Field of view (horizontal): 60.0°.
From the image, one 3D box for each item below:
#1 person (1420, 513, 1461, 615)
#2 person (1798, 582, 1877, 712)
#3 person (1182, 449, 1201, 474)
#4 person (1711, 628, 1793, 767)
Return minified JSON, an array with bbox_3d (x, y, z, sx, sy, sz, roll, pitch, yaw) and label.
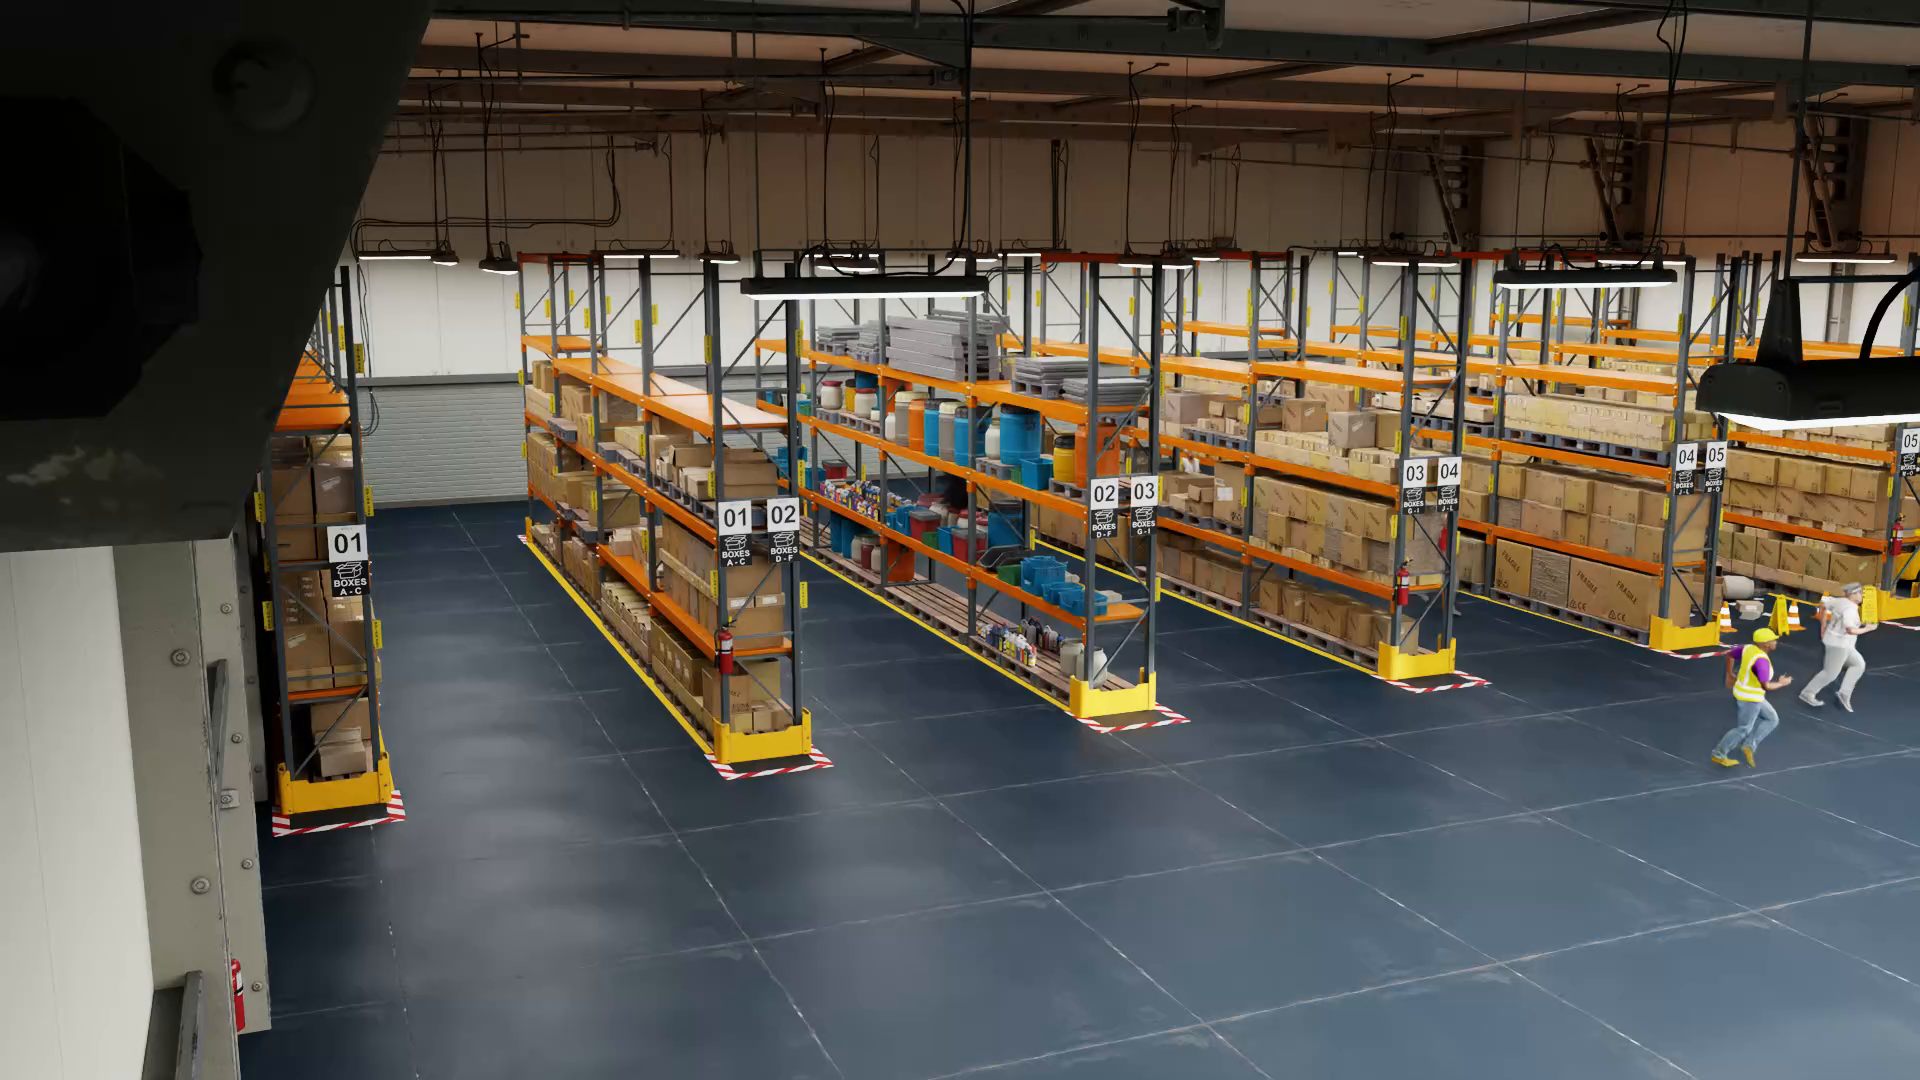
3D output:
[{"bbox_3d":[8.225,0.387,28.301,0.678,1.693,0.895,-5,12,-26],"label":"person"},{"bbox_3d":[11.813,1.435,22.361,0.858,1.812,0.688,4,11,19],"label":"person"},{"bbox_3d":[5.029,-1.183,36.587,0.667,1.785,0.946,-4,11,-23],"label":"person"},{"bbox_3d":[9.450,1.885,19.833,0.790,1.730,0.736,2,11,13],"label":"person"}]
